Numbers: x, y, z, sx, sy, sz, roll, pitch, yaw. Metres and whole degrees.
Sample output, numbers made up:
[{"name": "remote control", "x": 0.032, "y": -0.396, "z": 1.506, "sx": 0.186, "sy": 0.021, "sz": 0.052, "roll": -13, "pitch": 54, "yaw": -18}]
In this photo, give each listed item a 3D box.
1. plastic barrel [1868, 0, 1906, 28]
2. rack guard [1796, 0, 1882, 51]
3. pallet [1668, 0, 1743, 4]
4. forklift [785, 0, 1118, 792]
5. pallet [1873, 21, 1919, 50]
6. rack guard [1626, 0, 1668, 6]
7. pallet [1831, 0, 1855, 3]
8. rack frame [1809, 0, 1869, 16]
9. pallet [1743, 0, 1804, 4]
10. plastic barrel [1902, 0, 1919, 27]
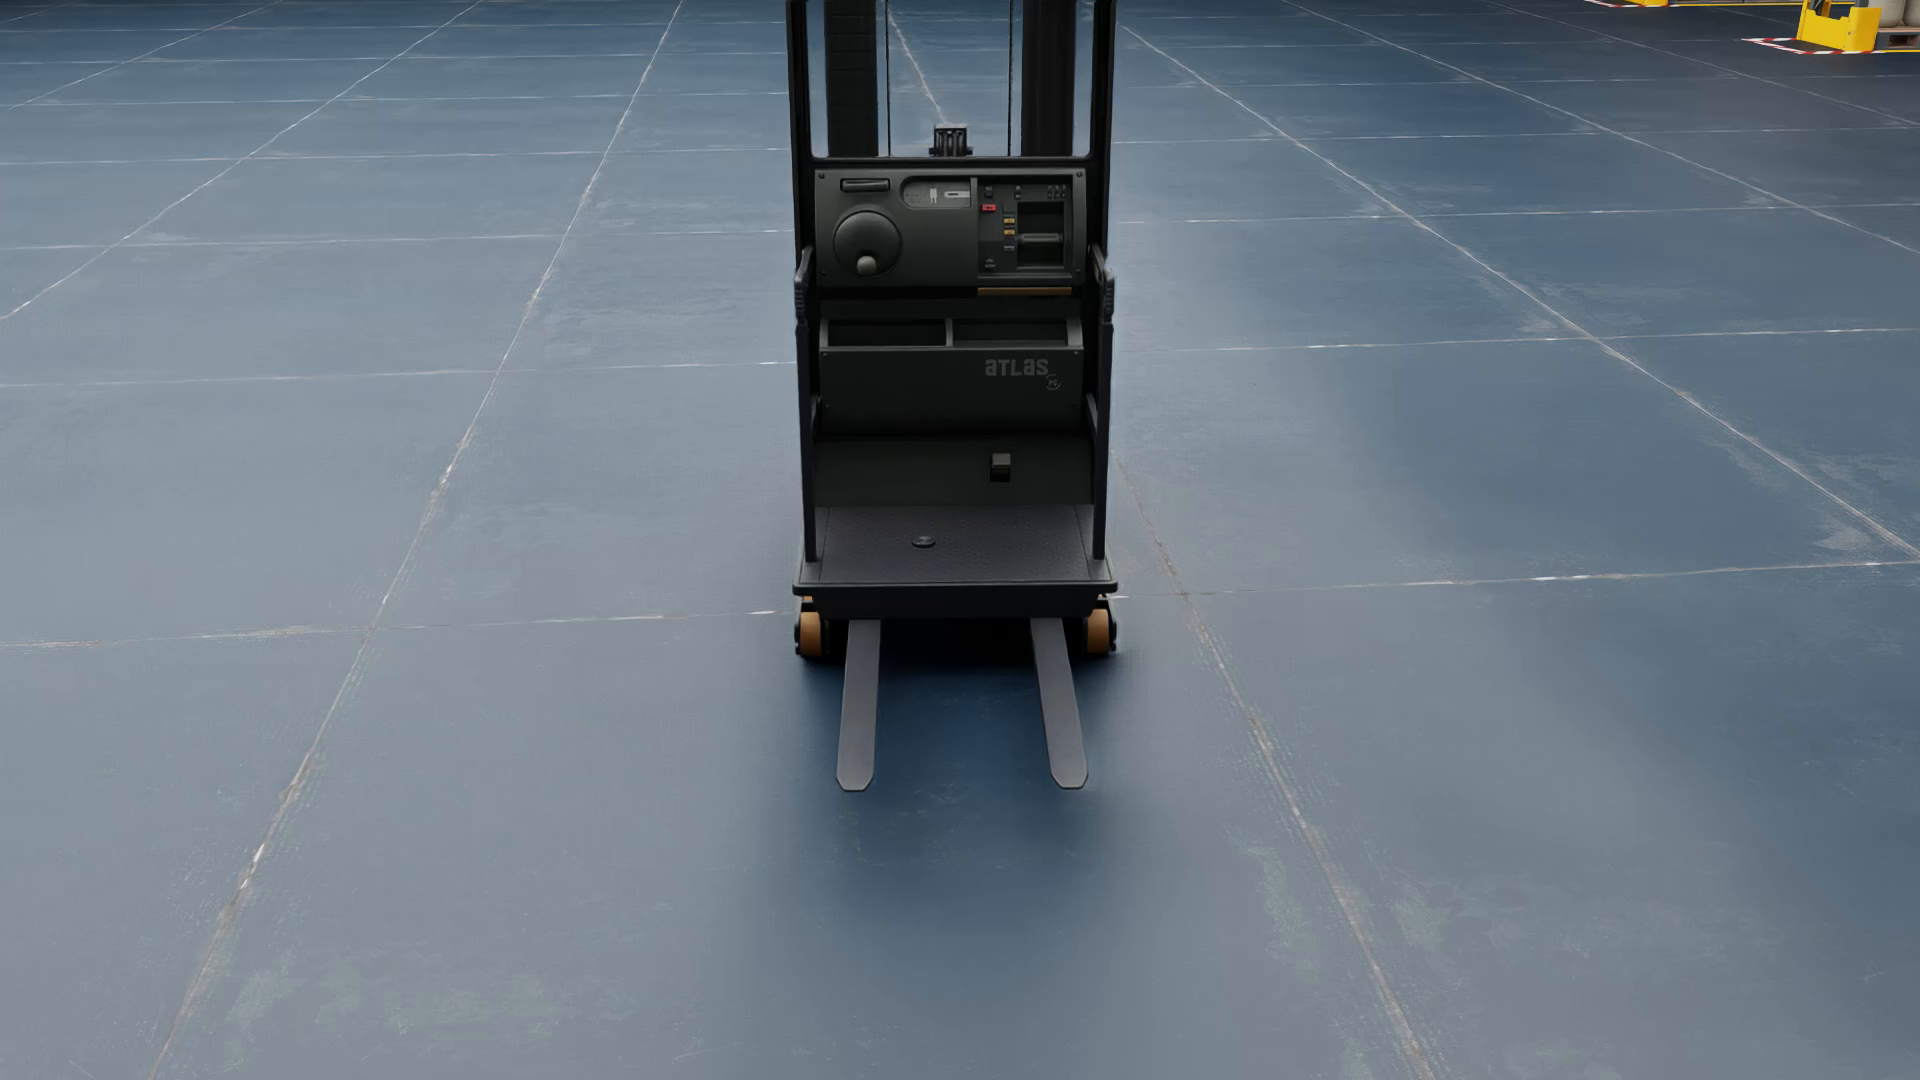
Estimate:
[{"name": "plastic barrel", "x": 11.328, "y": -6.556, "z": 20.352, "sx": 0.421, "sy": 0.512, "sz": 0.421, "roll": 0, "pitch": 24, "yaw": 0}, {"name": "rack guard", "x": 10.752, "y": -6.323, "z": 20.361, "sx": 0.348, "sy": 0.500, "sz": 1.175, "roll": -2, "pitch": 24, "yaw": -5}, {"name": "pallet", "x": 10.955, "y": -8.219, "z": 24.982, "sx": 1.213, "sy": 0.211, "sz": 1.003, "roll": -2, "pitch": 24, "yaw": -5}, {"name": "forklift", "x": -0.024, "y": -1.056, "z": 5.517, "sx": 1.130, "sy": 2.935, "sz": 3.031, "roll": -1, "pitch": 24, "yaw": -1}, {"name": "pallet", "x": 11.561, "y": -6.222, "z": 20.488, "sx": 1.213, "sy": 0.211, "sz": 1.003, "roll": -2, "pitch": 24, "yaw": -5}, {"name": "rack guard", "x": 10.174, "y": -8.303, "z": 24.814, "sx": 0.348, "sy": 0.500, "sz": 1.175, "roll": -2, "pitch": 24, "yaw": -5}, {"name": "pallet", "x": 13.383, "y": -8.317, "z": 25.201, "sx": 1.213, "sy": 0.211, "sz": 1.003, "roll": -2, "pitch": 24, "yaw": -5}, {"name": "rack frame", "x": 10.681, "y": -7.444, "z": 19.804, "sx": 0.127, "sy": 3.000, "sz": 1.000, "roll": -2, "pitch": 24, "yaw": -5}, {"name": "pallet", "x": 12.166, "y": -8.267, "z": 25.088, "sx": 1.213, "sy": 0.211, "sz": 1.003, "roll": -2, "pitch": 24, "yaw": -5}, {"name": "plastic barrel", "x": 11.827, "y": -6.576, "z": 20.397, "sx": 0.421, "sy": 0.512, "sz": 0.421, "roll": 0, "pitch": 24, "yaw": 0}]
